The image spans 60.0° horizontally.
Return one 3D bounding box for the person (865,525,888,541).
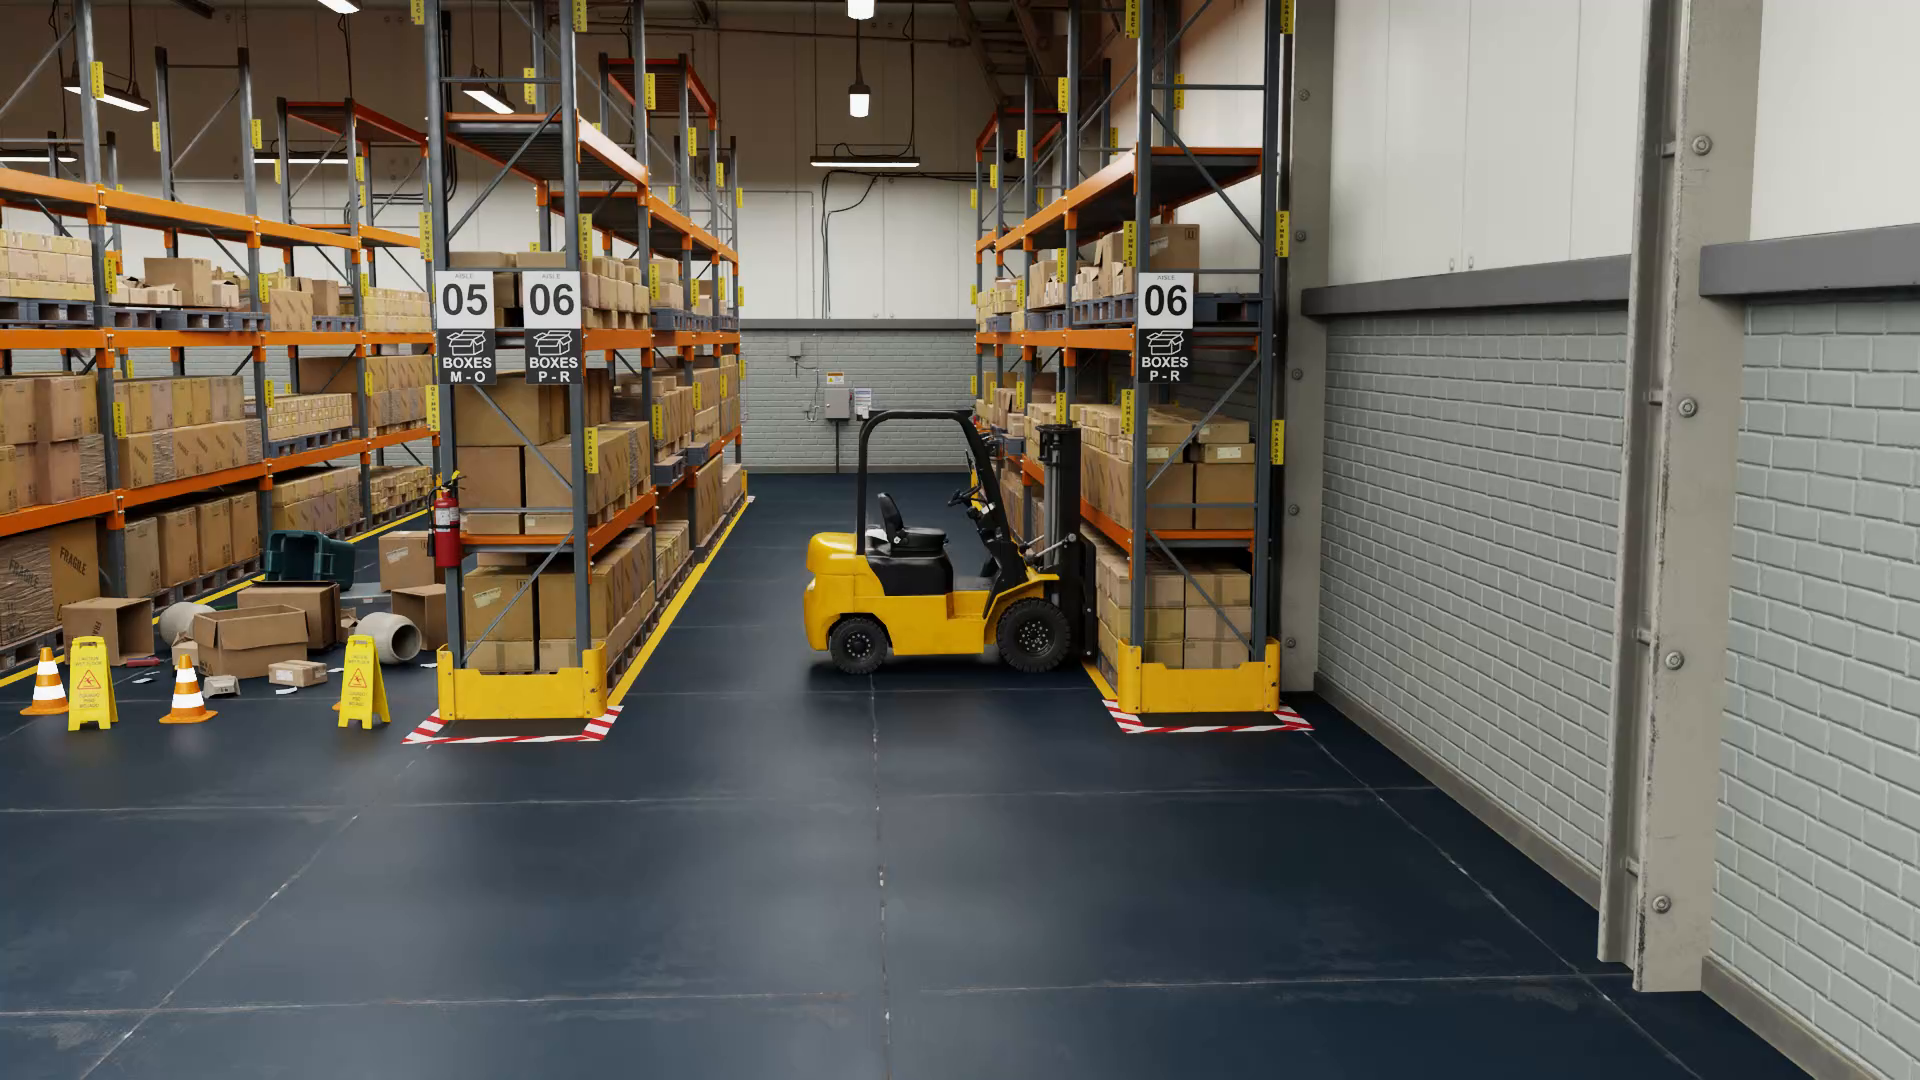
[{"bbox_3d":[-0.859,0.265,17.361,0.443,0.788,0.916,-1,7,-5],"label":"person"}]
